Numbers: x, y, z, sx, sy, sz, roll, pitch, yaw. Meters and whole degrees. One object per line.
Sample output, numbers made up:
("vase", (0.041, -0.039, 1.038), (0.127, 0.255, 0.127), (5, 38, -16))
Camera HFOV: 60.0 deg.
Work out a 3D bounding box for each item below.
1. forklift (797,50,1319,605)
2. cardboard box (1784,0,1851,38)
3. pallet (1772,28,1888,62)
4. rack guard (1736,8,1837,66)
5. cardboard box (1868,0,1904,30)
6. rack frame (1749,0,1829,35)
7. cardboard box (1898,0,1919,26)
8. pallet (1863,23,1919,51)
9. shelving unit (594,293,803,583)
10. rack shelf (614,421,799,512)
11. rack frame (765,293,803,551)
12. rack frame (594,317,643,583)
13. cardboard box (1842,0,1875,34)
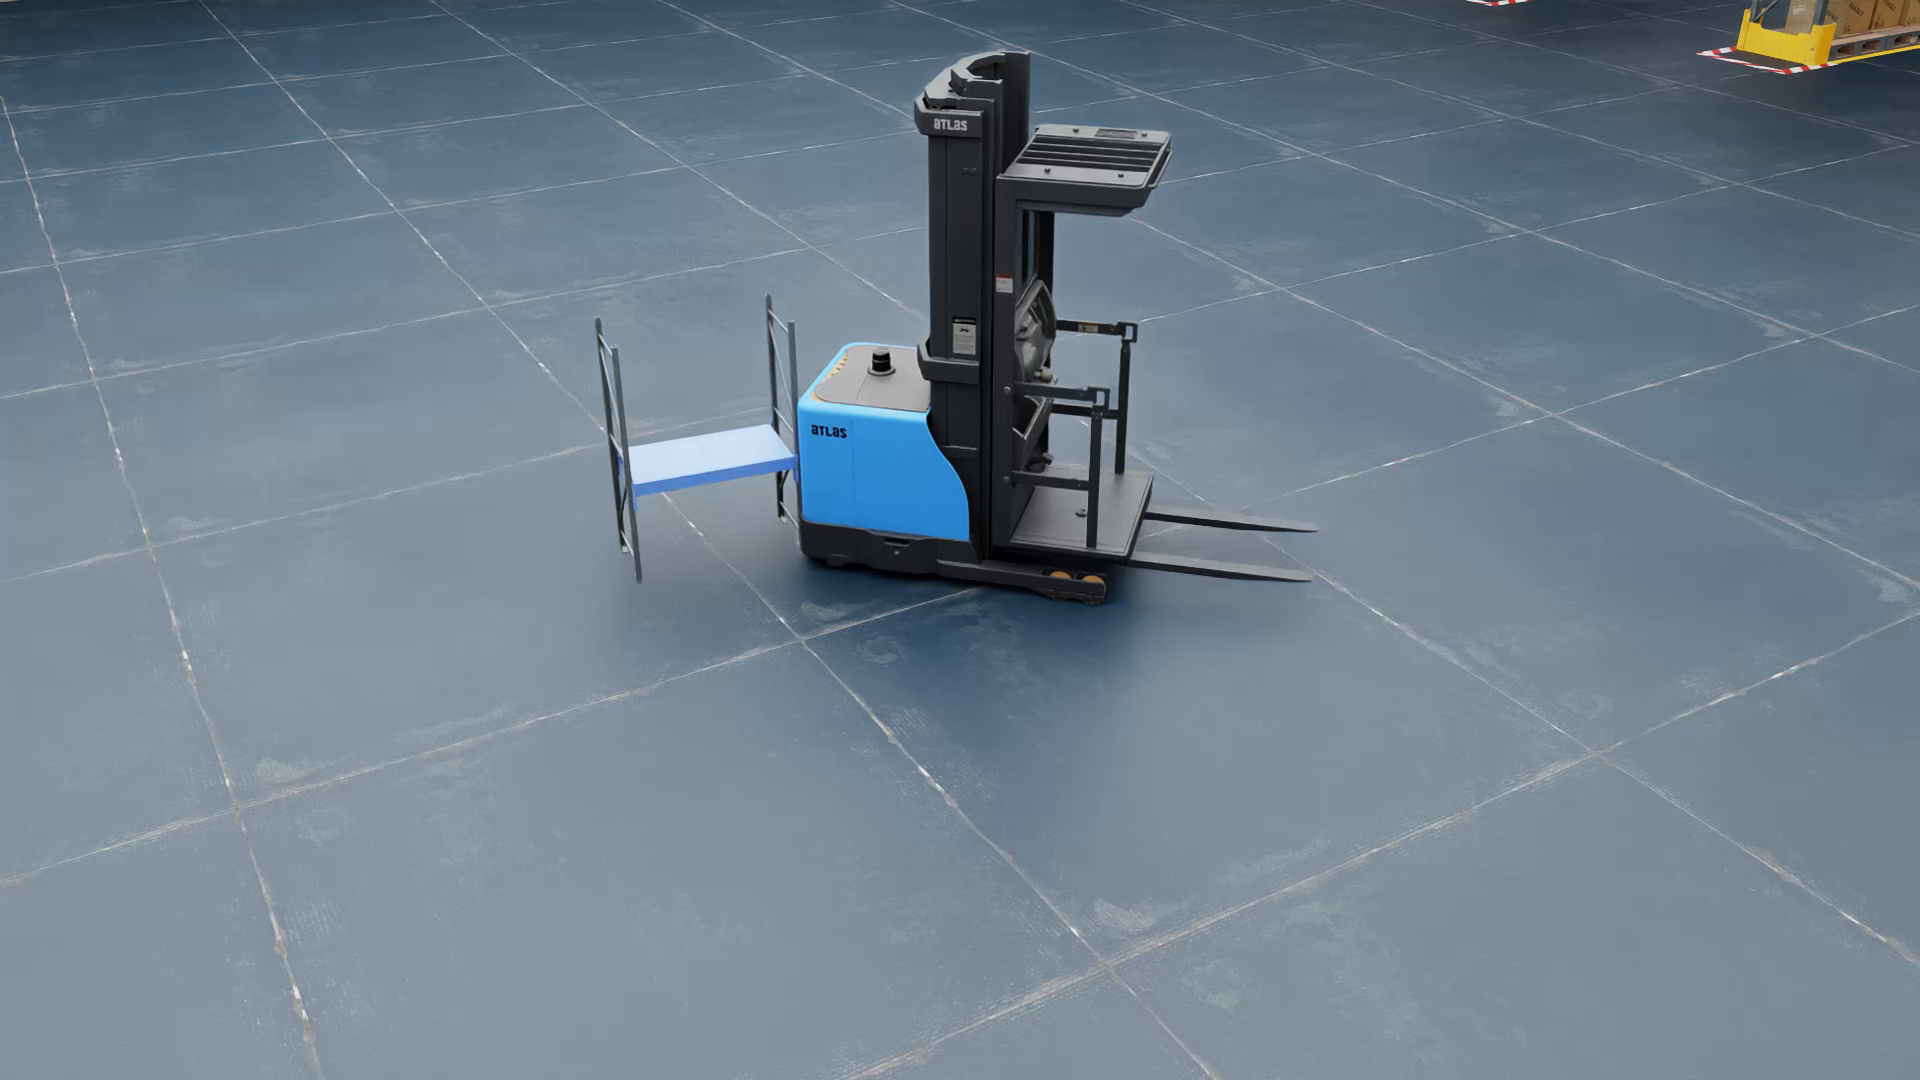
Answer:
("forklift", (0.617, -1.191, 9.473), (3.031, 2.935, 1.130), (7, 30, 12))
("cardboard box", (11.298, -6.911, 21.919), (0.500, 0.500, 0.500), (-10, 30, -17))
("pallet", (11.535, -6.658, 22.193), (1.213, 0.211, 1.003), (-16, 33, -26))
("rack guard", (10.817, -6.600, 21.790), (0.348, 0.500, 1.175), (-16, 33, -26))
("cardboard box", (12.346, -7.217, 22.474), (0.500, 0.500, 0.500), (-13, 31, -22))
("rack frame", (10.751, -7.676, 21.152), (0.127, 3.000, 1.000), (-16, 33, -26))
("cardboard box", (12.849, -7.335, 22.687), (0.500, 0.500, 0.500), (-19, 34, -31))
("pallet", (12.586, -6.954, 22.731), (1.213, 0.211, 1.003), (-16, 33, -26))
("shelving unit", (-1.526, -0.609, 9.899), (1.048, 1.500, 0.538), (-11, 31, -19))
("rack shelf", (-1.526, -0.451, 9.986), (1.000, 0.185, 0.538), (-11, 31, -19))
("rack frame", (-1.056, -0.702, 10.069), (0.032, 1.500, 0.500), (-11, 31, -19))
("rack frame", (-1.996, -0.515, 9.730), (0.032, 1.500, 0.500), (-11, 31, -19))
("cardboard box", (11.796, -7.072, 22.210), (0.500, 0.500, 0.500), (-8, 30, -13))
